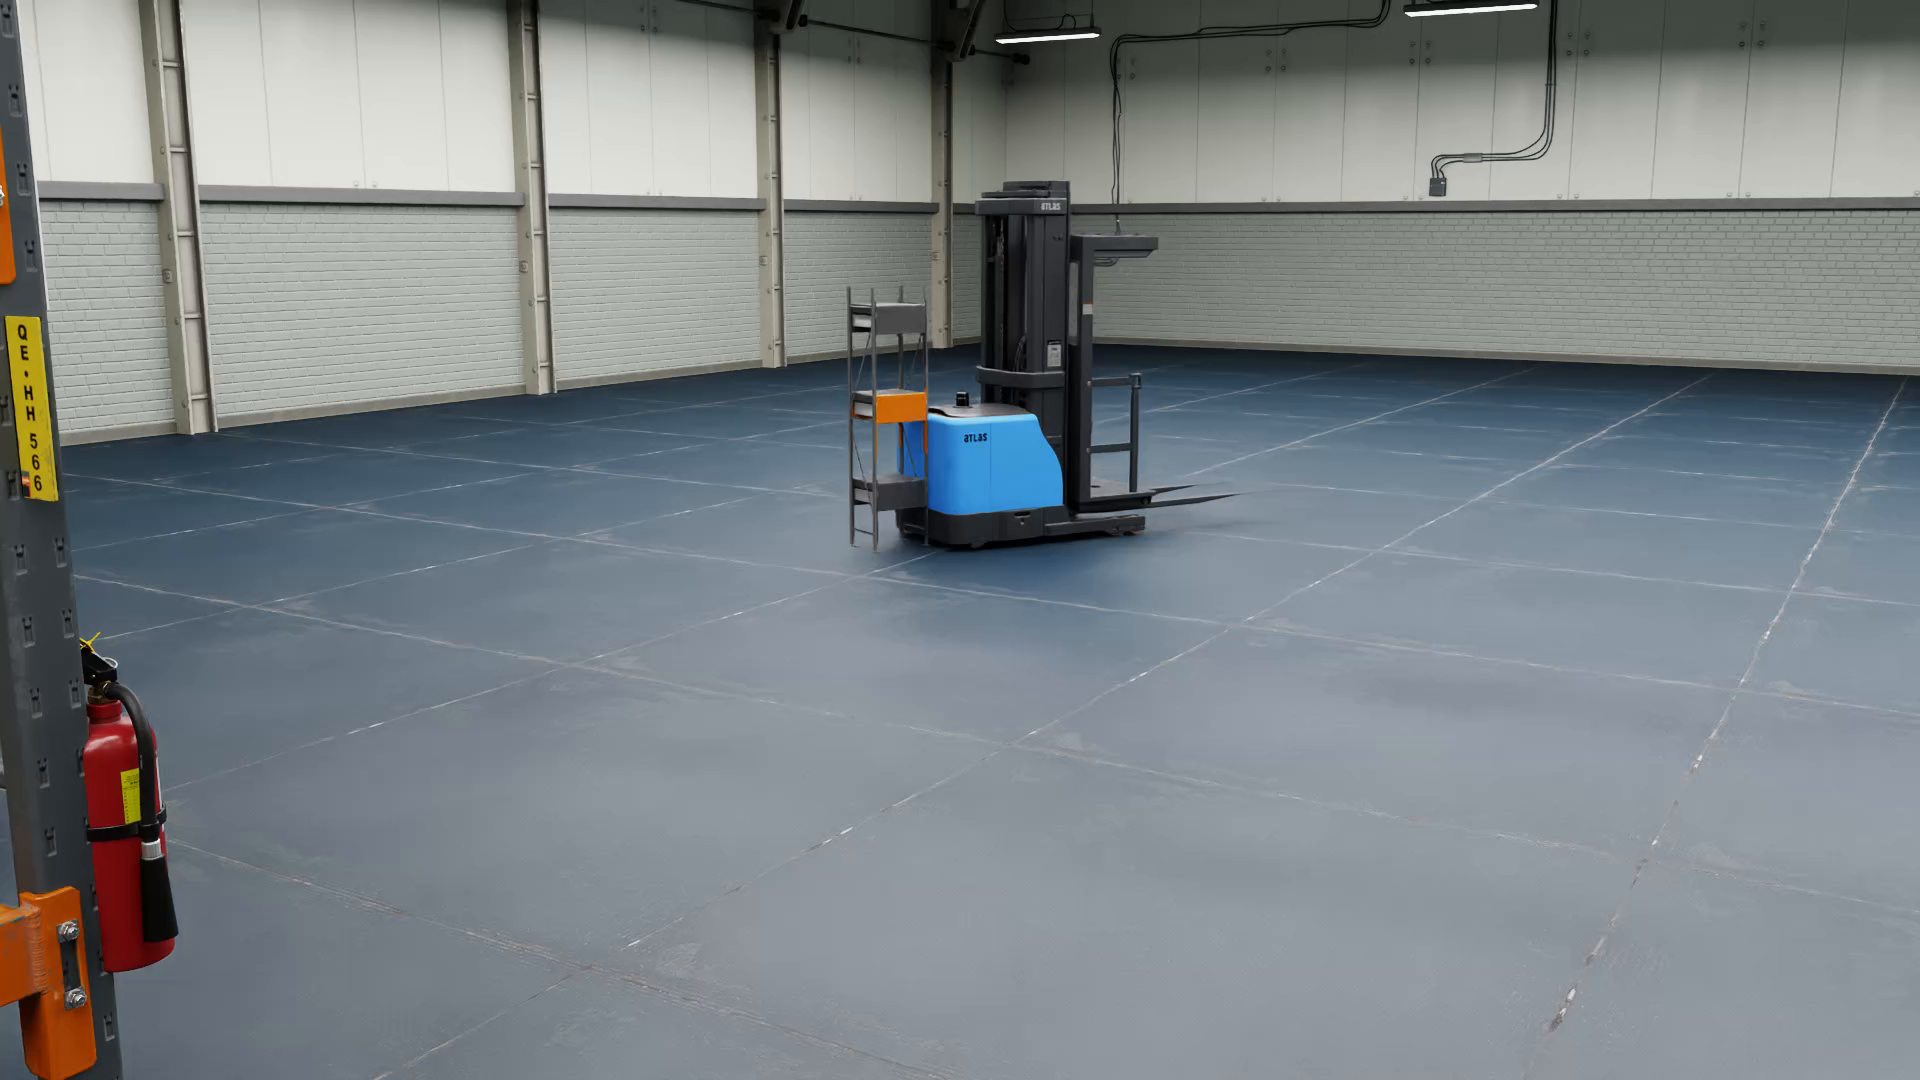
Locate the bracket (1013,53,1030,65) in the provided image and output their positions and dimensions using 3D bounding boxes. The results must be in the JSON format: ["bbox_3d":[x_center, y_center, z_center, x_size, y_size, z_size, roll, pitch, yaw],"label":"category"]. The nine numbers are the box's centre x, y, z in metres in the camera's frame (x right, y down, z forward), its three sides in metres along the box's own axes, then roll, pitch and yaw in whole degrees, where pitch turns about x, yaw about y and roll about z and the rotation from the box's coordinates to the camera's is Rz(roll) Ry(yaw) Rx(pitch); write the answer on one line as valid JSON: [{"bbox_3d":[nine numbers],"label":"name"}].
[{"bbox_3d":[1.365,-10.802,37.331,0.235,0.232,0.430,6,12,31],"label":"bracket"}]

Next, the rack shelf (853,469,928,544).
[{"bbox_3d":[-0.579,-0.279,13.529,0.480,0.518,0.431,-7,13,-34],"label":"rack shelf"}]

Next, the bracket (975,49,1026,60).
[{"bbox_3d":[1.058,-10.709,36.834,0.076,0.066,3.189,6,12,31],"label":"bracket"}]

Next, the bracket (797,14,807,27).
[{"bbox_3d":[-2.981,-9.485,30.299,0.235,0.232,0.430,6,12,31],"label":"bracket"}]

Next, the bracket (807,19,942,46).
[{"bbox_3d":[-1.634,-9.893,32.478,0.076,0.066,4.783,6,12,31],"label":"bracket"}]

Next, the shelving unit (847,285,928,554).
[{"bbox_3d":[-0.579,-0.980,13.398,0.503,2.100,0.431,-7,13,-34],"label":"shelving unit"}]

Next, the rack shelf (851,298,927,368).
[{"bbox_3d":[-0.579,-1.655,13.271,0.480,0.518,0.431,-7,13,-34],"label":"rack shelf"}]

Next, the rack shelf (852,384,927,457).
[{"bbox_3d":[-0.579,-0.967,13.400,0.480,0.518,0.431,-7,13,-34],"label":"rack shelf"}]

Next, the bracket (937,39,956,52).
[{"bbox_3d":[-0.296,-10.299,34.642,0.235,0.232,0.430,6,12,31],"label":"bracket"}]

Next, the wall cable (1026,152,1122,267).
[{"bbox_3d":[2.275,-7.439,37.589,3.097,2.526,0.112,6,12,31],"label":"wall cable"}]

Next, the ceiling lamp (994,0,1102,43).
[{"bbox_3d":[1.669,-10.436,29.296,2.000,3.185,0.800,6,12,31],"label":"ceiling lamp"}]

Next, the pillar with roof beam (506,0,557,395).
[{"bbox_3d":[-2.935,-6.330,23.226,9.100,9.000,0.400,6,12,31],"label":"pillar with roof beam"}]

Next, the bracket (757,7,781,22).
[{"bbox_3d":[-3.411,-9.355,29.602,0.235,0.232,0.430,6,12,31],"label":"bracket"}]

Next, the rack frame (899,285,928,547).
[{"bbox_3d":[-0.378,-1.006,13.533,0.015,2.100,0.400,-7,13,-34],"label":"rack frame"}]

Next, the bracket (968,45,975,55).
[{"bbox_3d":[0.135,-10.429,35.340,0.235,0.232,0.430,6,12,31],"label":"bracket"}]

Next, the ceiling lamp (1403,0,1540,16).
[{"bbox_3d":[7.985,-9.730,25.525,2.000,3.185,0.800,6,12,31],"label":"ceiling lamp"}]

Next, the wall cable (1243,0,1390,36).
[{"bbox_3d":[7.232,-11.603,33.746,3.097,2.526,0.112,6,12,31],"label":"wall cable"}]

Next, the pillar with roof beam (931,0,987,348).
[{"bbox_3d":[3.295,-8.217,33.307,9.100,9.000,0.548,6,12,31],"label":"pillar with roof beam"}]

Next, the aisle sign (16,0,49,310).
[{"bbox_3d":[-1.825,-0.823,3.051,0.394,0.787,0.004,6,12,31],"label":"aisle sign"}]

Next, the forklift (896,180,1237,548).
[{"bbox_3d":[0.993,-1.546,14.164,3.031,2.935,1.130,-6,12,-29],"label":"forklift"}]

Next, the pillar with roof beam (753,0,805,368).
[{"bbox_3d":[0.180,-7.274,28.266,9.100,9.000,0.548,6,12,31],"label":"pillar with roof beam"}]

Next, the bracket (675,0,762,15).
[{"bbox_3d":[-4.749,-8.950,27.438,0.076,0.066,4.783,6,12,31],"label":"bracket"}]

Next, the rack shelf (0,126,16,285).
[{"bbox_3d":[-3.152,-0.371,1.501,1.077,0.370,4.000,6,12,31],"label":"rack shelf"}]

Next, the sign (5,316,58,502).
[{"bbox_3d":[-1.650,-0.233,2.956,0.100,0.325,0.005,6,12,31],"label":"sign"}]

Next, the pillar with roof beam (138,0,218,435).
[{"bbox_3d":[-6.050,-5.386,18.185,9.100,9.000,0.400,6,12,31],"label":"pillar with roof beam"}]

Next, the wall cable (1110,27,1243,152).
[{"bbox_3d":[4.587,-9.663,35.744,3.097,2.526,0.112,6,12,31],"label":"wall cable"}]

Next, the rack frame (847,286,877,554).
[{"bbox_3d":[-0.780,-0.955,13.262,0.015,2.100,0.400,-7,13,-34],"label":"rack frame"}]

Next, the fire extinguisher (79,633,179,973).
[{"bbox_3d":[-1.661,0.499,3.259,0.296,0.674,0.183,6,12,31],"label":"fire extinguisher"}]

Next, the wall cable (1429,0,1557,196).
[{"bbox_3d":[10.381,-9.728,32.133,2.305,6.003,0.169,6,12,31],"label":"wall cable"}]

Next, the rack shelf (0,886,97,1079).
[{"bbox_3d":[-3.152,1.104,1.777,1.077,0.370,4.000,6,12,31],"label":"rack shelf"}]
